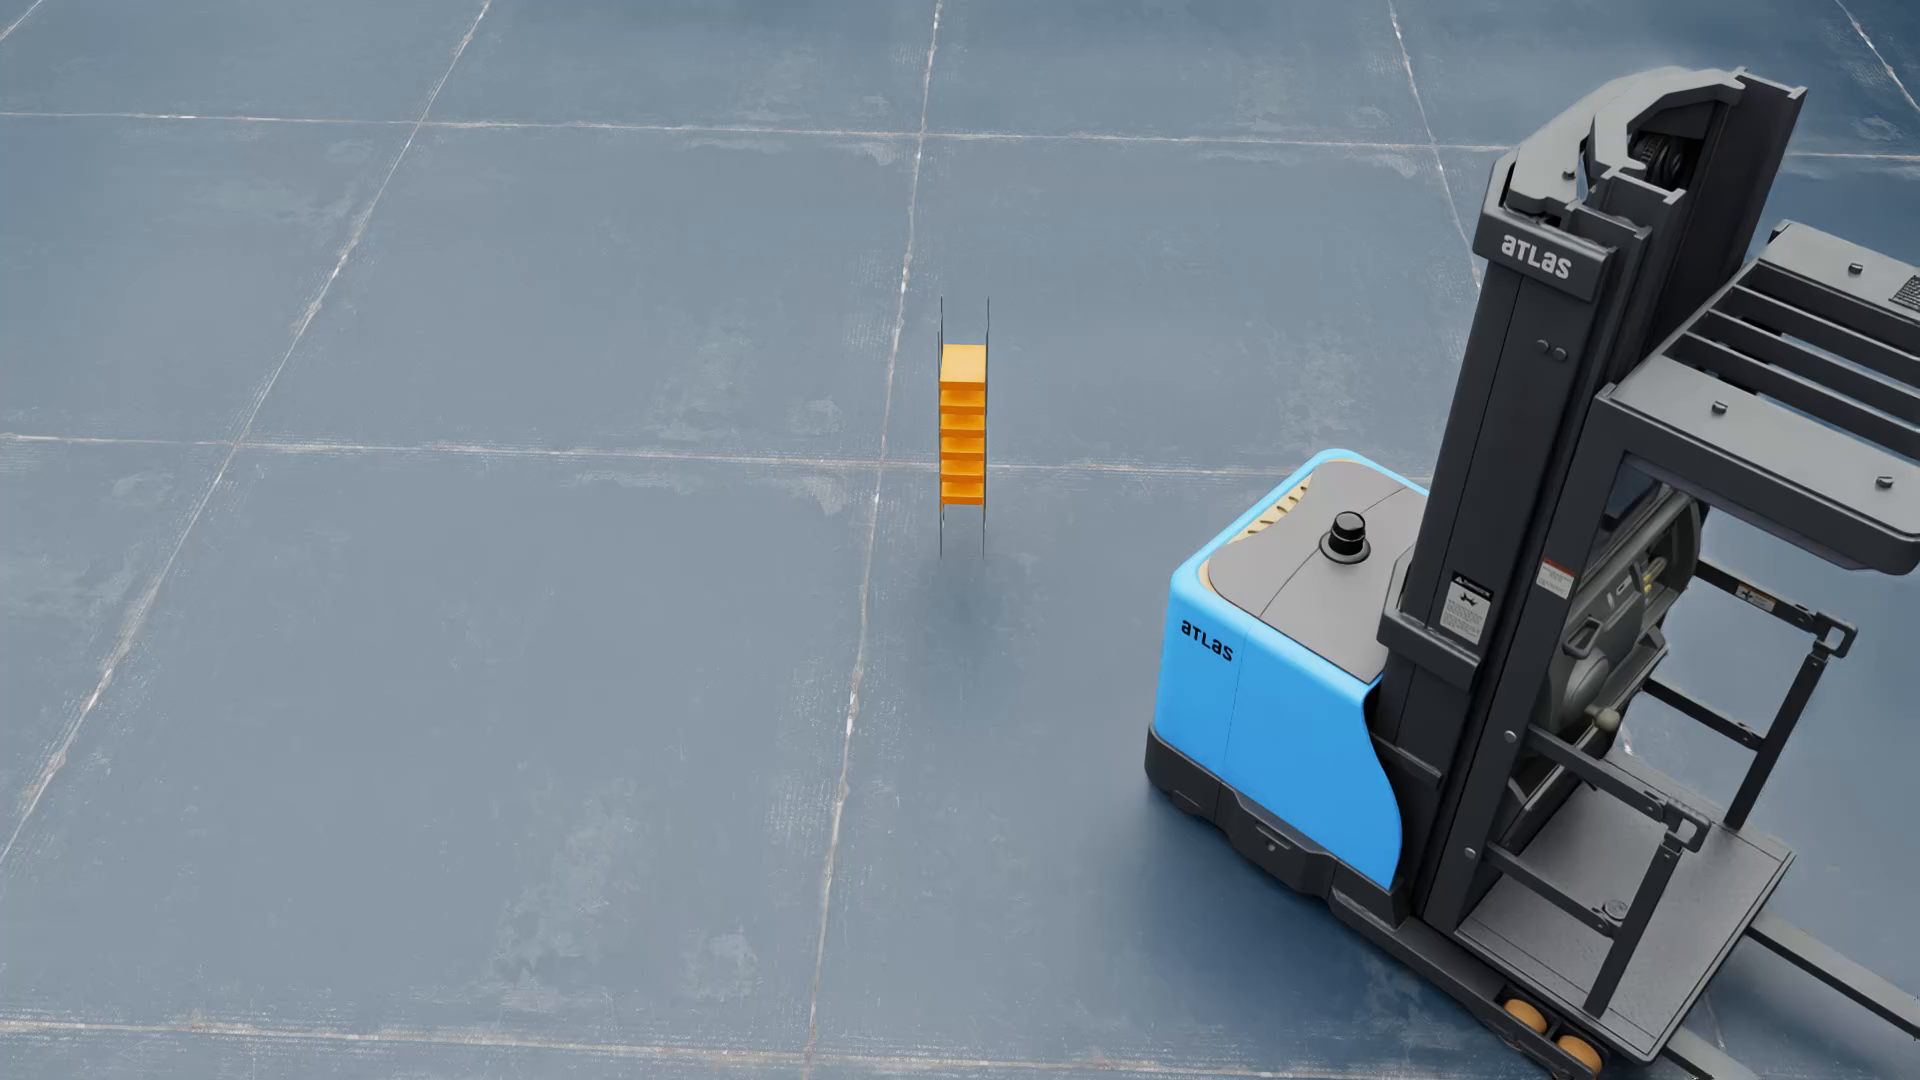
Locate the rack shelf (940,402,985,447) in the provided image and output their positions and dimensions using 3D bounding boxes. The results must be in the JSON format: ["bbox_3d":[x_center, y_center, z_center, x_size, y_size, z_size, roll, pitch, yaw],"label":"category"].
[{"bbox_3d":[0.014,-0.494,6.789,0.180,0.103,0.258,2,43,2],"label":"rack shelf"}]

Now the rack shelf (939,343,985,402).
[{"bbox_3d":[0.014,-0.669,6.625,0.180,0.103,0.258,2,43,2],"label":"rack shelf"}]

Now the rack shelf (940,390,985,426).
[{"bbox_3d":[0.014,-0.582,6.707,0.180,0.103,0.258,2,43,2],"label":"rack shelf"}]

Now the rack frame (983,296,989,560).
[{"bbox_3d":[0.106,-0.436,6.838,0.006,1.200,0.240,2,43,2],"label":"rack frame"}]

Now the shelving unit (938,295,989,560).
[{"bbox_3d":[0.014,-0.439,6.841,0.189,1.200,0.258,2,43,2],"label":"shelving unit"}]

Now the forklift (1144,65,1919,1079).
[{"bbox_3d":[2.109,0.282,4.797,3.031,2.935,1.130,33,52,30],"label":"forklift"}]

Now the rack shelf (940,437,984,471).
[{"bbox_3d":[0.014,-0.406,6.871,0.180,0.103,0.258,2,43,2],"label":"rack shelf"}]

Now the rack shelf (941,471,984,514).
[{"bbox_3d":[0.014,-0.230,7.034,0.180,0.103,0.258,2,43,2],"label":"rack shelf"}]

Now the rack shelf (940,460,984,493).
[{"bbox_3d":[0.014,-0.318,6.953,0.180,0.103,0.258,2,43,2],"label":"rack shelf"}]

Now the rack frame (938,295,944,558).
[{"bbox_3d":[-0.077,-0.441,6.844,0.006,1.200,0.240,2,43,2],"label":"rack frame"}]
